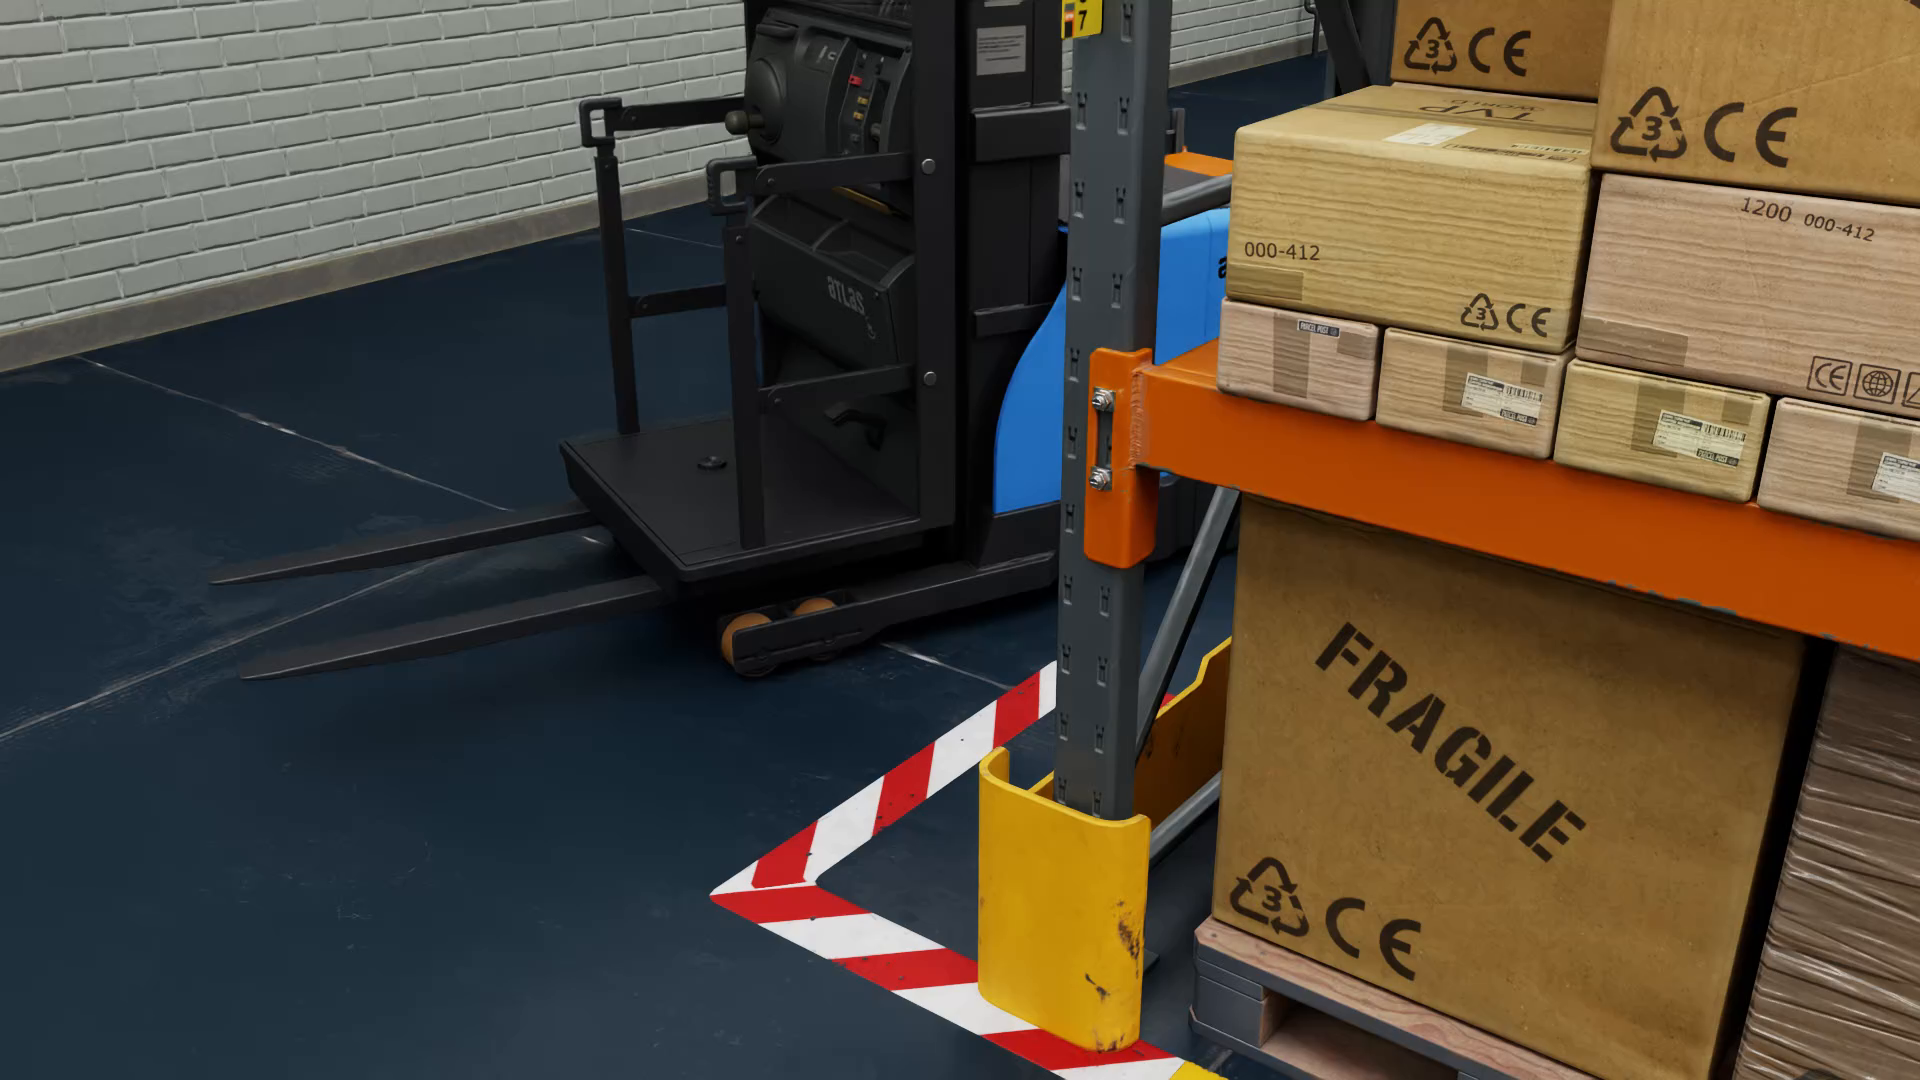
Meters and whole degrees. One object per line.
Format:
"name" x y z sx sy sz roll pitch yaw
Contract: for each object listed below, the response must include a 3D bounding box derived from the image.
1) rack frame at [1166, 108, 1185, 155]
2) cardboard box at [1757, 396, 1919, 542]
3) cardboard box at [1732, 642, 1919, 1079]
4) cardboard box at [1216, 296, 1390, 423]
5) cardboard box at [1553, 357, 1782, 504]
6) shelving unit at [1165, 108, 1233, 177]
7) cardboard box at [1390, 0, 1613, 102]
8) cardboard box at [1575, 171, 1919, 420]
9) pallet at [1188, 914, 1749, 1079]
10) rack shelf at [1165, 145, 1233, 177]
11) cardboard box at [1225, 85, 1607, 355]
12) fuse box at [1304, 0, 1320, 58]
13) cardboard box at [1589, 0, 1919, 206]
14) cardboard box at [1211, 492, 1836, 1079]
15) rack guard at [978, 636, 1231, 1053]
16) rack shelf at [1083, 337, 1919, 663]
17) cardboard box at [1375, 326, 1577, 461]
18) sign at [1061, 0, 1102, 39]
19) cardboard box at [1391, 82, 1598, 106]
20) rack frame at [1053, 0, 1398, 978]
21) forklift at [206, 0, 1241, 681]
"rack frame" 0.609 -0.977 6.071 0.500 1.125 0.032 -18 30 -36
"cardboard box" 1.223 -0.140 2.159 0.250 0.149 0.380 16 29 33
"cardboard box" 1.804 0.496 2.518 0.875 0.875 0.875 17 29 33
"cardboard box" 0.602 -0.326 2.581 0.250 0.149 0.380 17 29 34
"cardboard box" 1.013 -0.202 2.301 0.250 0.149 0.380 16 28 32
"shelving unit" 0.933 -0.818 5.712 0.538 1.125 1.048 -18 30 -36
"cardboard box" 1.063 -1.011 2.711 0.500 0.500 0.500 17 29 34
"cardboard box" 1.158 -0.374 2.195 0.500 0.250 0.500 16 29 33
"pallet" 1.203 0.811 3.147 1.213 0.211 1.003 17 29 33
"rack shelf" 0.933 -1.086 5.594 0.538 0.278 1.000 -18 30 -36
"cardboard box" 0.738 -0.497 2.476 0.500 0.250 0.500 16 28 32
"fuse box" 3.310 -5.239 15.019 0.414 1.711 0.539 17 29 33
"cardboard box" 1.138 -0.720 2.050 0.500 0.500 0.500 16 28 32
"cardboard box" 1.076 0.276 3.018 0.875 0.875 0.875 17 29 33
"rack guard" 0.497 0.505 3.484 0.348 0.500 1.175 17 29 33
"rack shelf" 2.116 0.180 2.014 4.000 0.370 1.077 17 29 33
"cardboard box" 0.808 -0.264 2.441 0.250 0.149 0.380 16 29 33
"sign" 0.178 -0.888 2.373 0.005 0.325 0.100 17 29 33
"cardboard box" 1.063 -0.669 2.865 0.500 0.250 0.500 16 29 32
"rack frame" 0.516 -0.633 2.967 0.127 3.000 1.000 17 29 33
"forklift" -0.545 -1.220 4.384 3.031 2.935 1.130 -13 27 -26
